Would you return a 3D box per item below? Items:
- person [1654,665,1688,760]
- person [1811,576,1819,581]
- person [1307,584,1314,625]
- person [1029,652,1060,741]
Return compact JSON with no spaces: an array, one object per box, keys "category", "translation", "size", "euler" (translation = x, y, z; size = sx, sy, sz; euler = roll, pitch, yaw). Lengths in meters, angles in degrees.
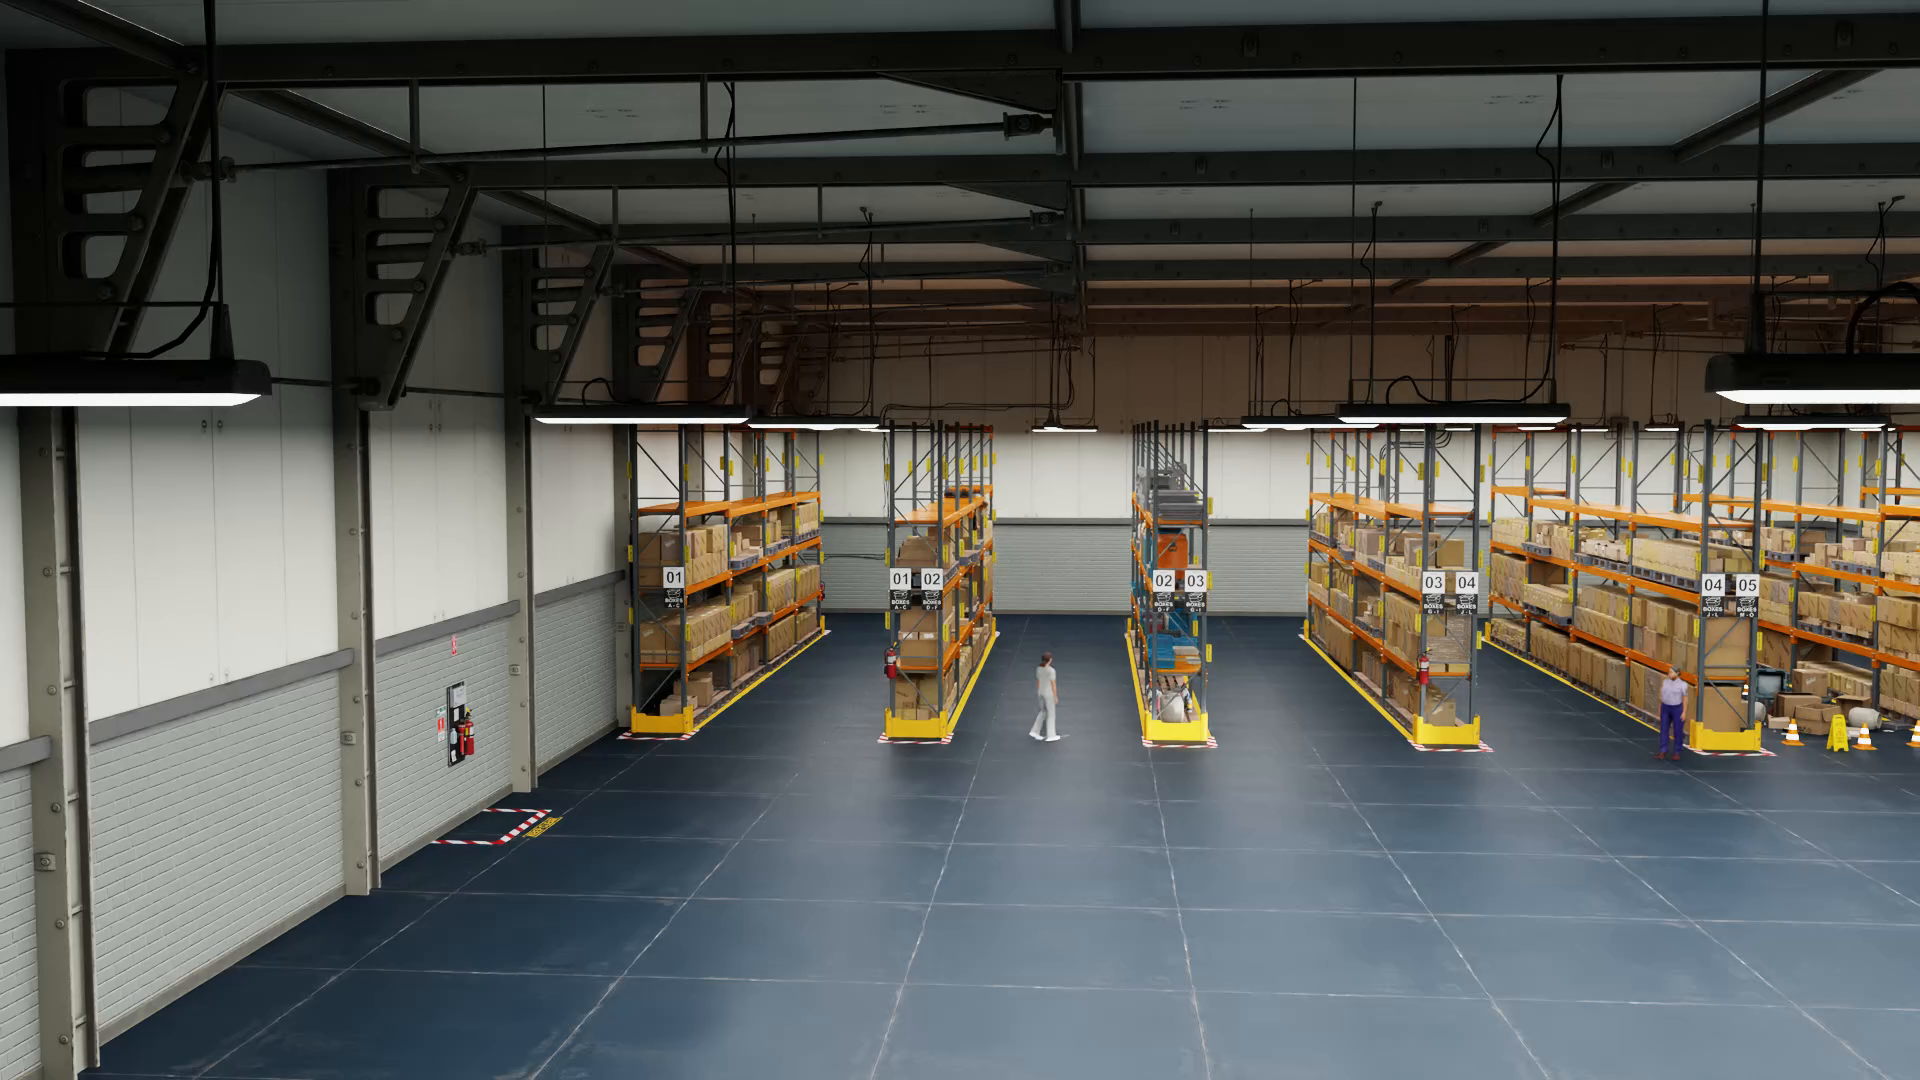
[{"category":"person","translation":[12.552,3.038,29.313],"size":[0.430,1.662,0.493],"euler":[-3,5,-42]},{"category":"person","translation":[24.402,1.871,47.406],"size":[0.495,1.673,1.059],"euler":[2,4,26]},{"category":"person","translation":[10.393,1.749,48.674],"size":[0.537,1.767,0.577],"euler":[3,4,35]},{"category":"person","translation":[1.621,2.926,31.121],"size":[0.502,1.680,0.509],"euler":[-3,5,-37]}]
